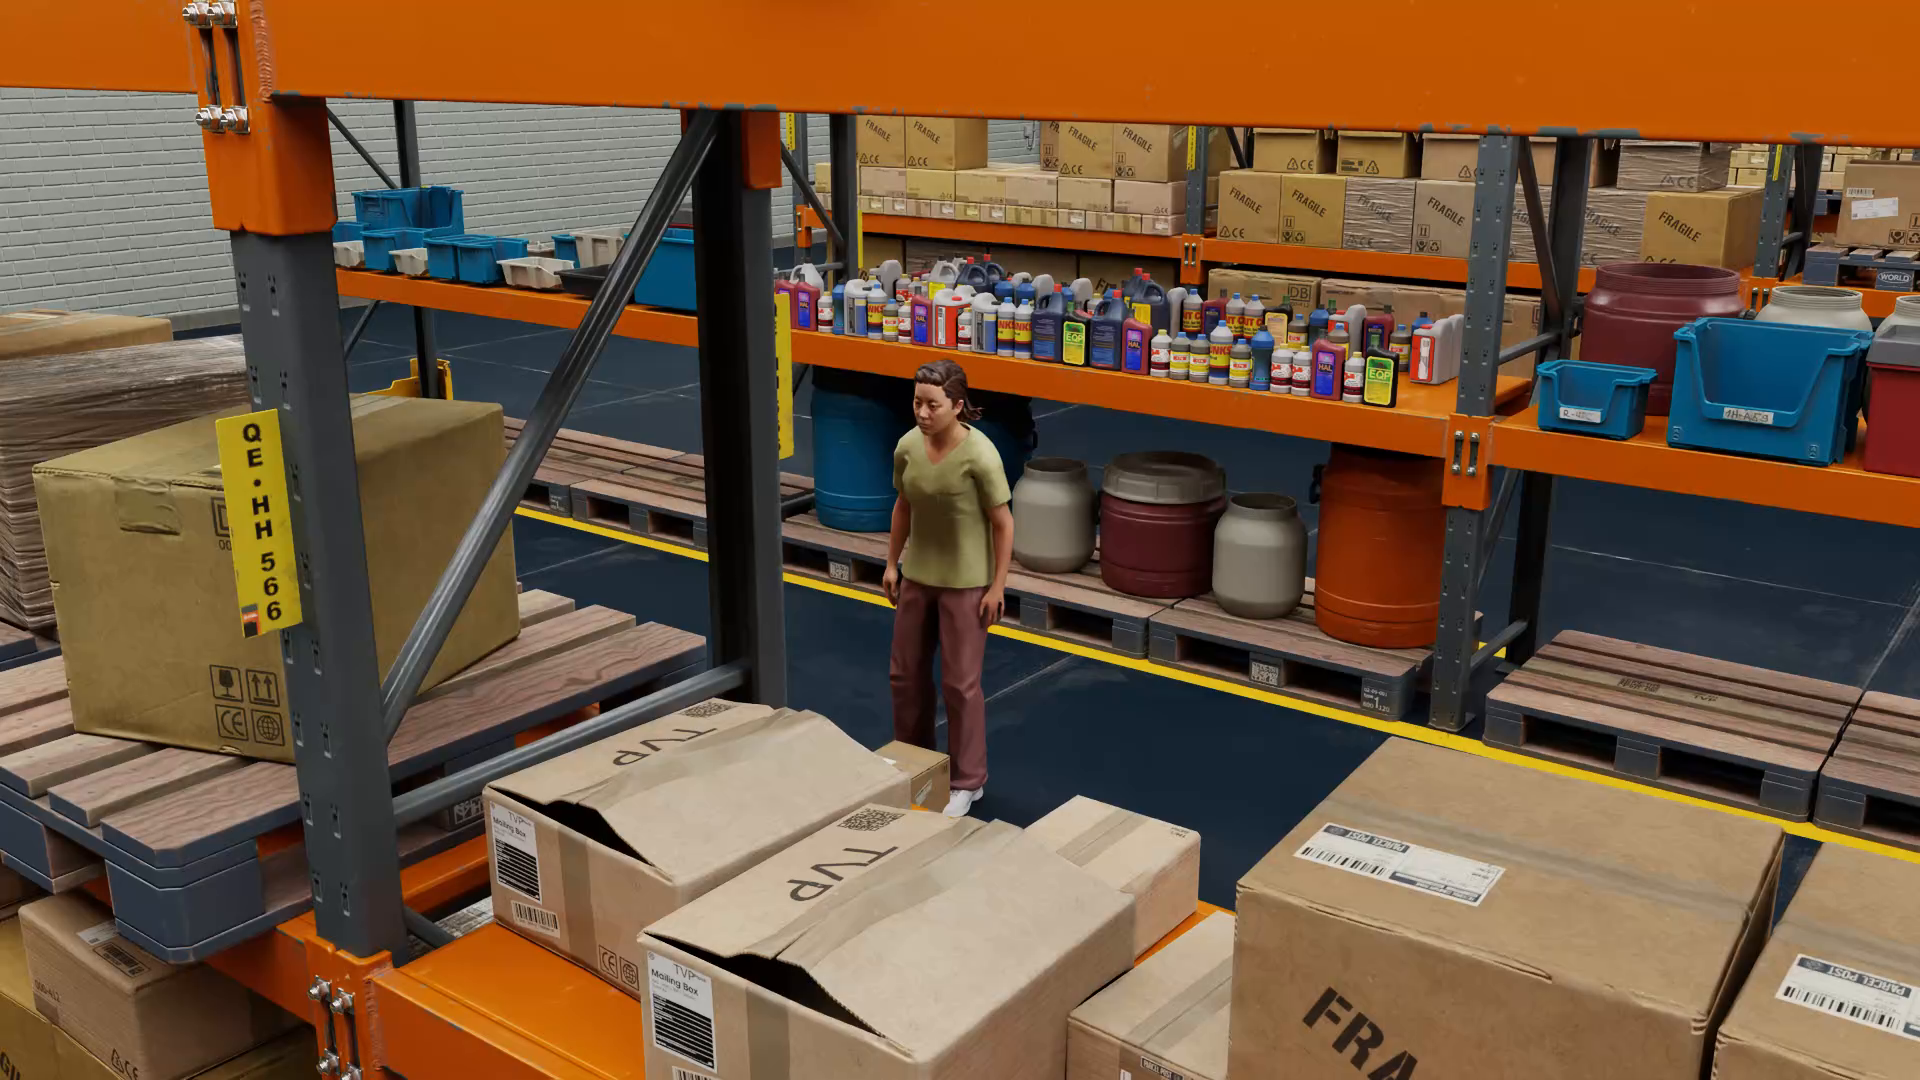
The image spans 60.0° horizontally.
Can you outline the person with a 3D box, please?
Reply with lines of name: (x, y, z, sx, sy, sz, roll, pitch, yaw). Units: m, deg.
person: (-0.065, 0.166, 5.985, 0.521, 1.672, 0.356, 11, 20, 32)
